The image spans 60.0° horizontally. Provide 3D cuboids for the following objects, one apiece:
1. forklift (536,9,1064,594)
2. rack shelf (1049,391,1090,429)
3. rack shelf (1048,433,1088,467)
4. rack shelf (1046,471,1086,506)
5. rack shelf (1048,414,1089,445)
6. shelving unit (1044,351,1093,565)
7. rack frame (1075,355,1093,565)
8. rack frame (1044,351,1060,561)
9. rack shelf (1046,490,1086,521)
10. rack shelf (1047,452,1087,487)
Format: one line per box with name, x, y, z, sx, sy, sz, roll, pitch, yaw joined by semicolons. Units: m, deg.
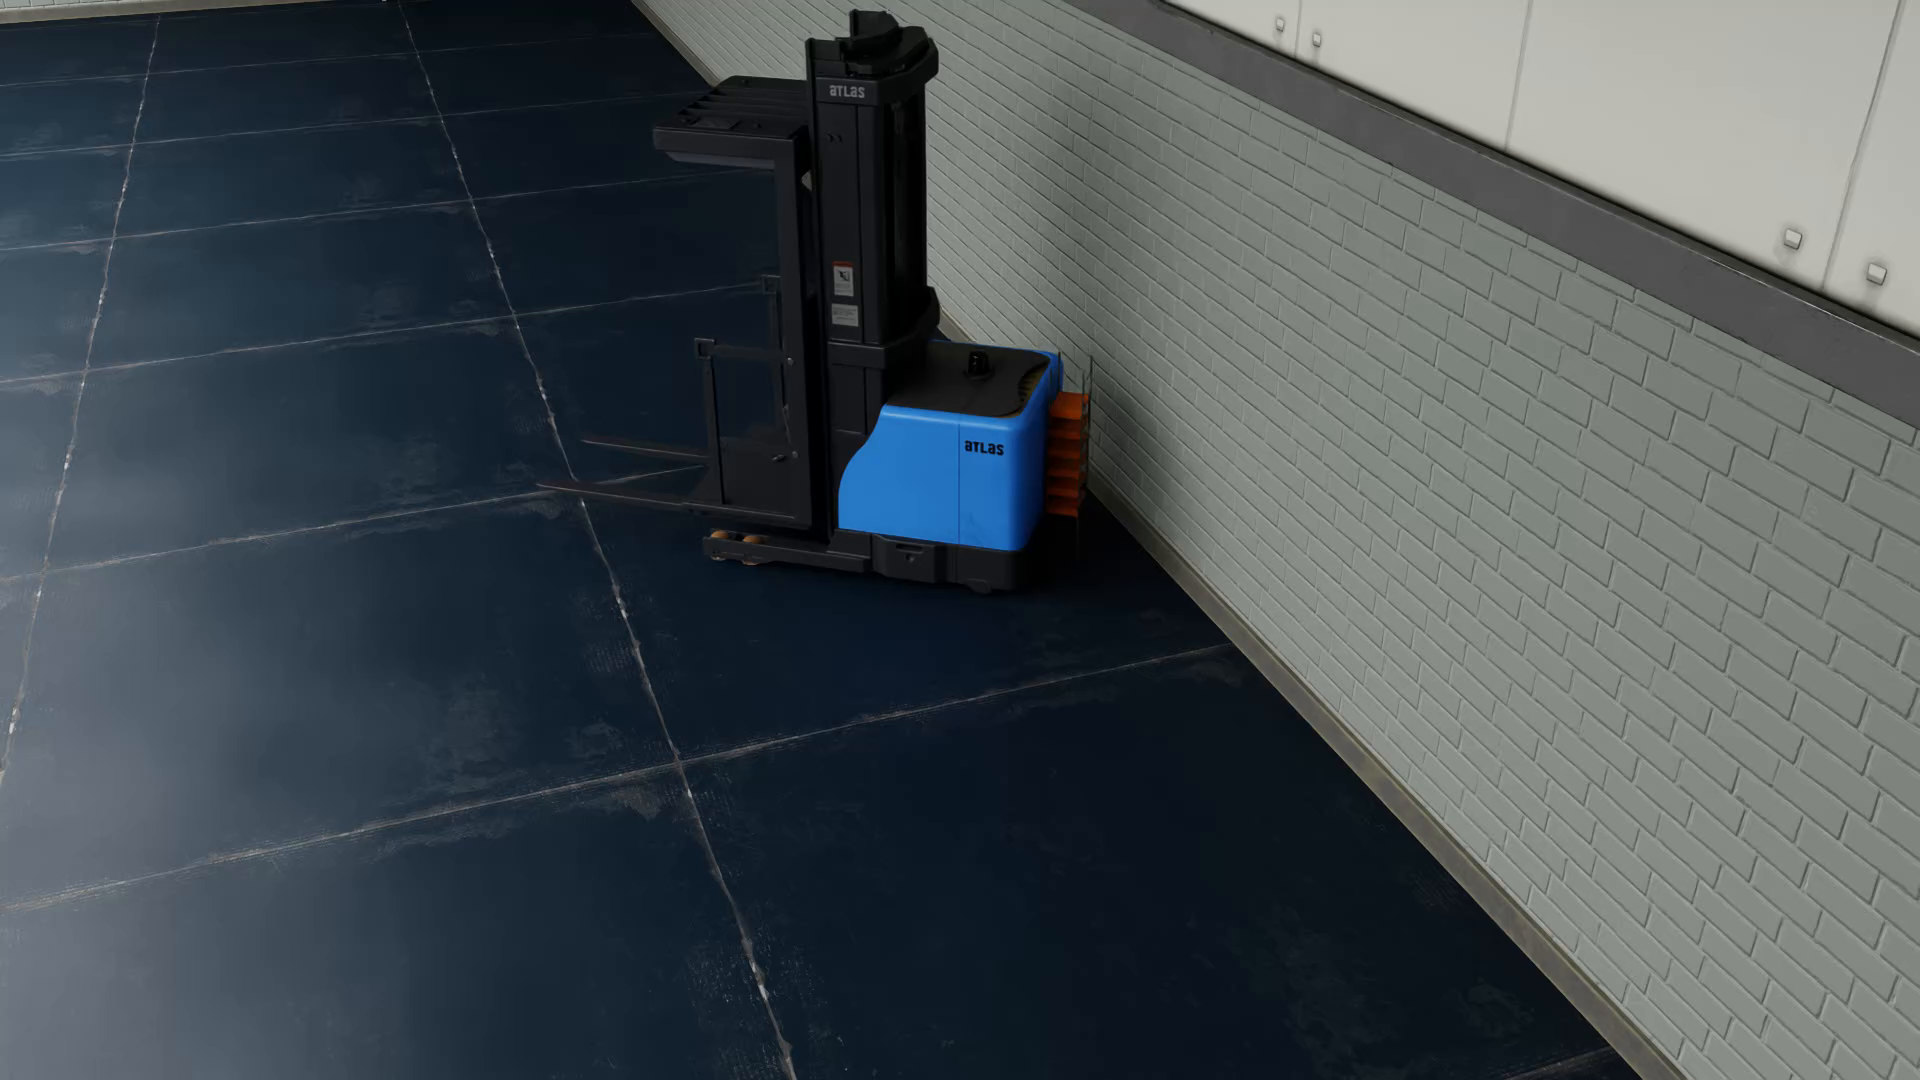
forklift;-0.973;-1.371;9.196;3.031;2.935;1.130;8;31;13
rack shelf;0.605;-0.720;9.165;0.180;0.103;0.258;8;31;13
rack shelf;0.605;-0.512;9.284;0.180;0.103;0.258;8;31;13
rack shelf;0.605;-0.303;9.403;0.180;0.103;0.258;8;31;13
rack shelf;0.605;-0.616;9.224;0.180;0.103;0.258;8;31;13
shelving unit;0.605;-0.446;9.321;0.189;1.200;0.258;8;31;13
rack frame;0.694;-0.434;9.300;0.006;1.200;0.240;8;31;13
rack frame;0.517;-0.458;9.342;0.006;1.200;0.240;8;31;13
rack shelf;0.605;-0.199;9.462;0.180;0.103;0.258;8;31;13
rack shelf;0.605;-0.408;9.343;0.180;0.103;0.258;8;31;13
